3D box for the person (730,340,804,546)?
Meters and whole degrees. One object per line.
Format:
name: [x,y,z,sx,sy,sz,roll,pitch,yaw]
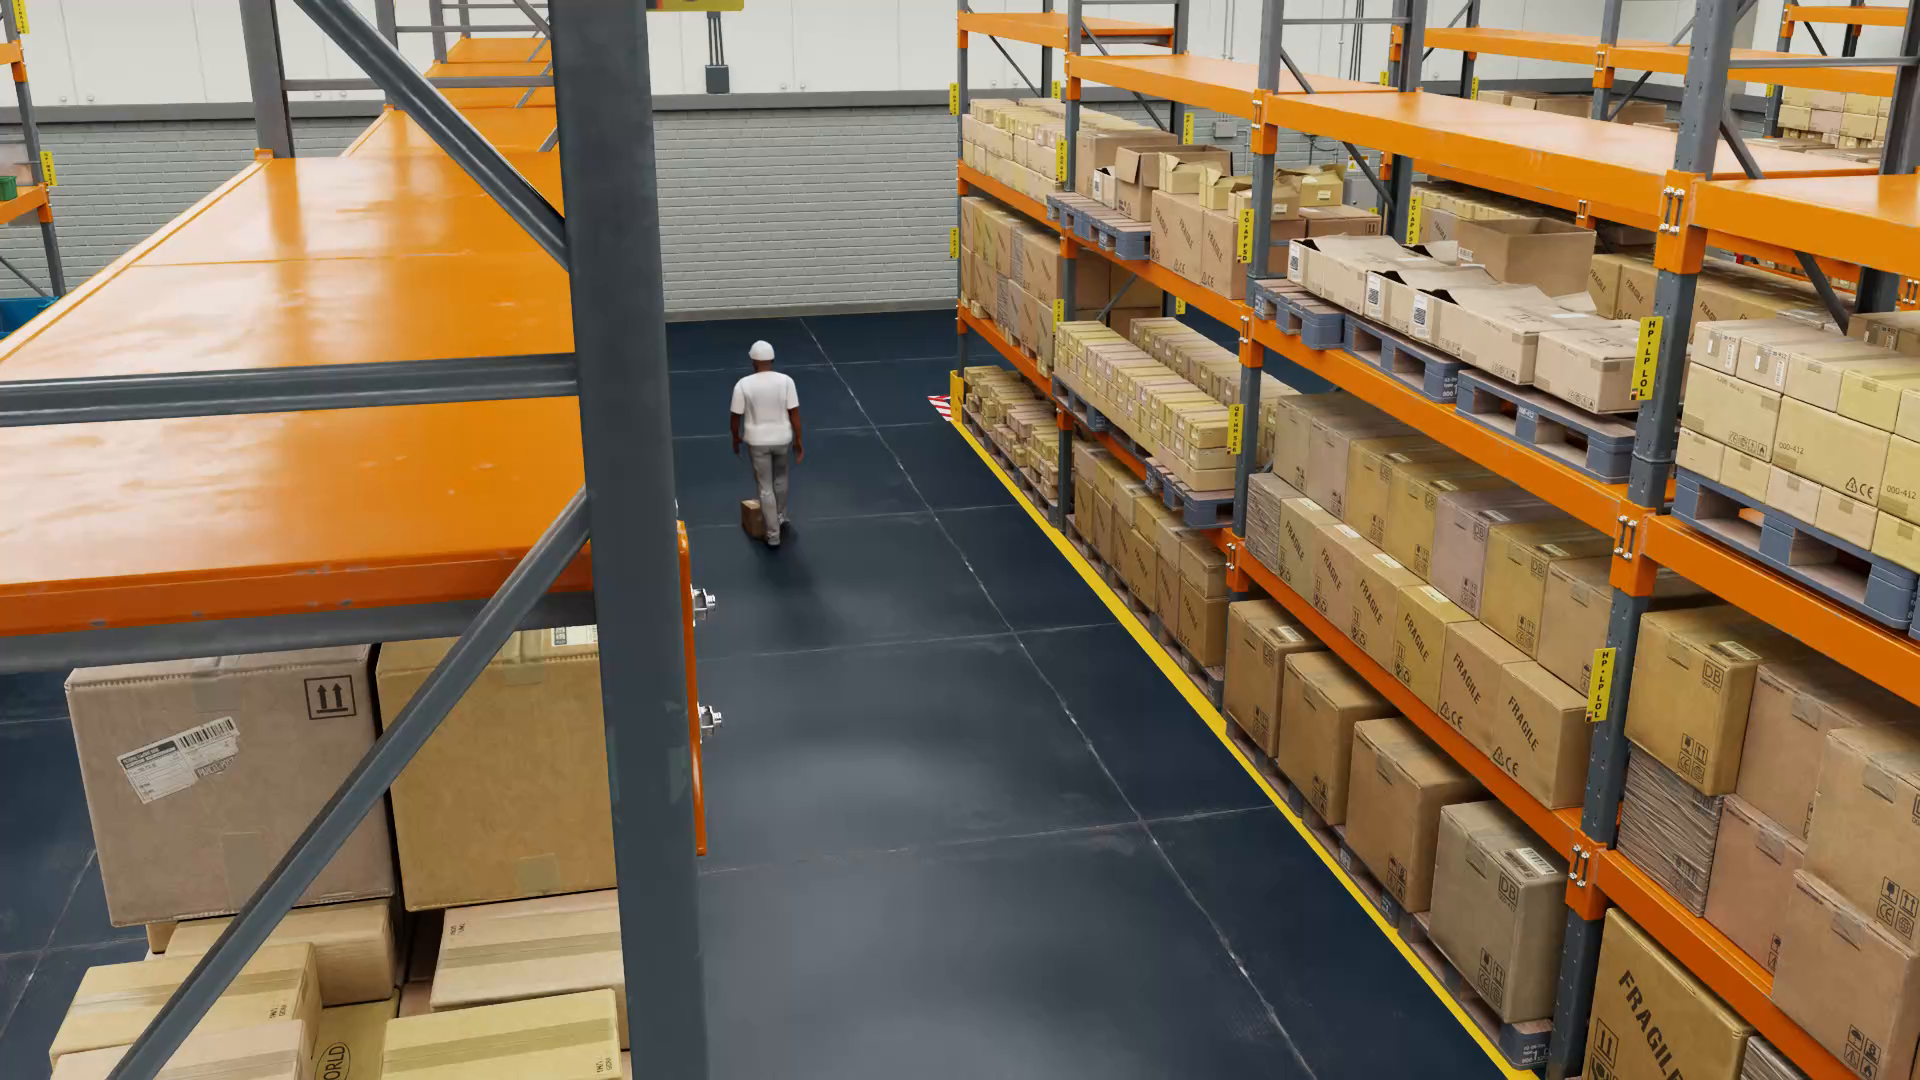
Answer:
person: [-1.702,-0.867,14.481,0.592,1.773,0.834,-6,20,-17]
